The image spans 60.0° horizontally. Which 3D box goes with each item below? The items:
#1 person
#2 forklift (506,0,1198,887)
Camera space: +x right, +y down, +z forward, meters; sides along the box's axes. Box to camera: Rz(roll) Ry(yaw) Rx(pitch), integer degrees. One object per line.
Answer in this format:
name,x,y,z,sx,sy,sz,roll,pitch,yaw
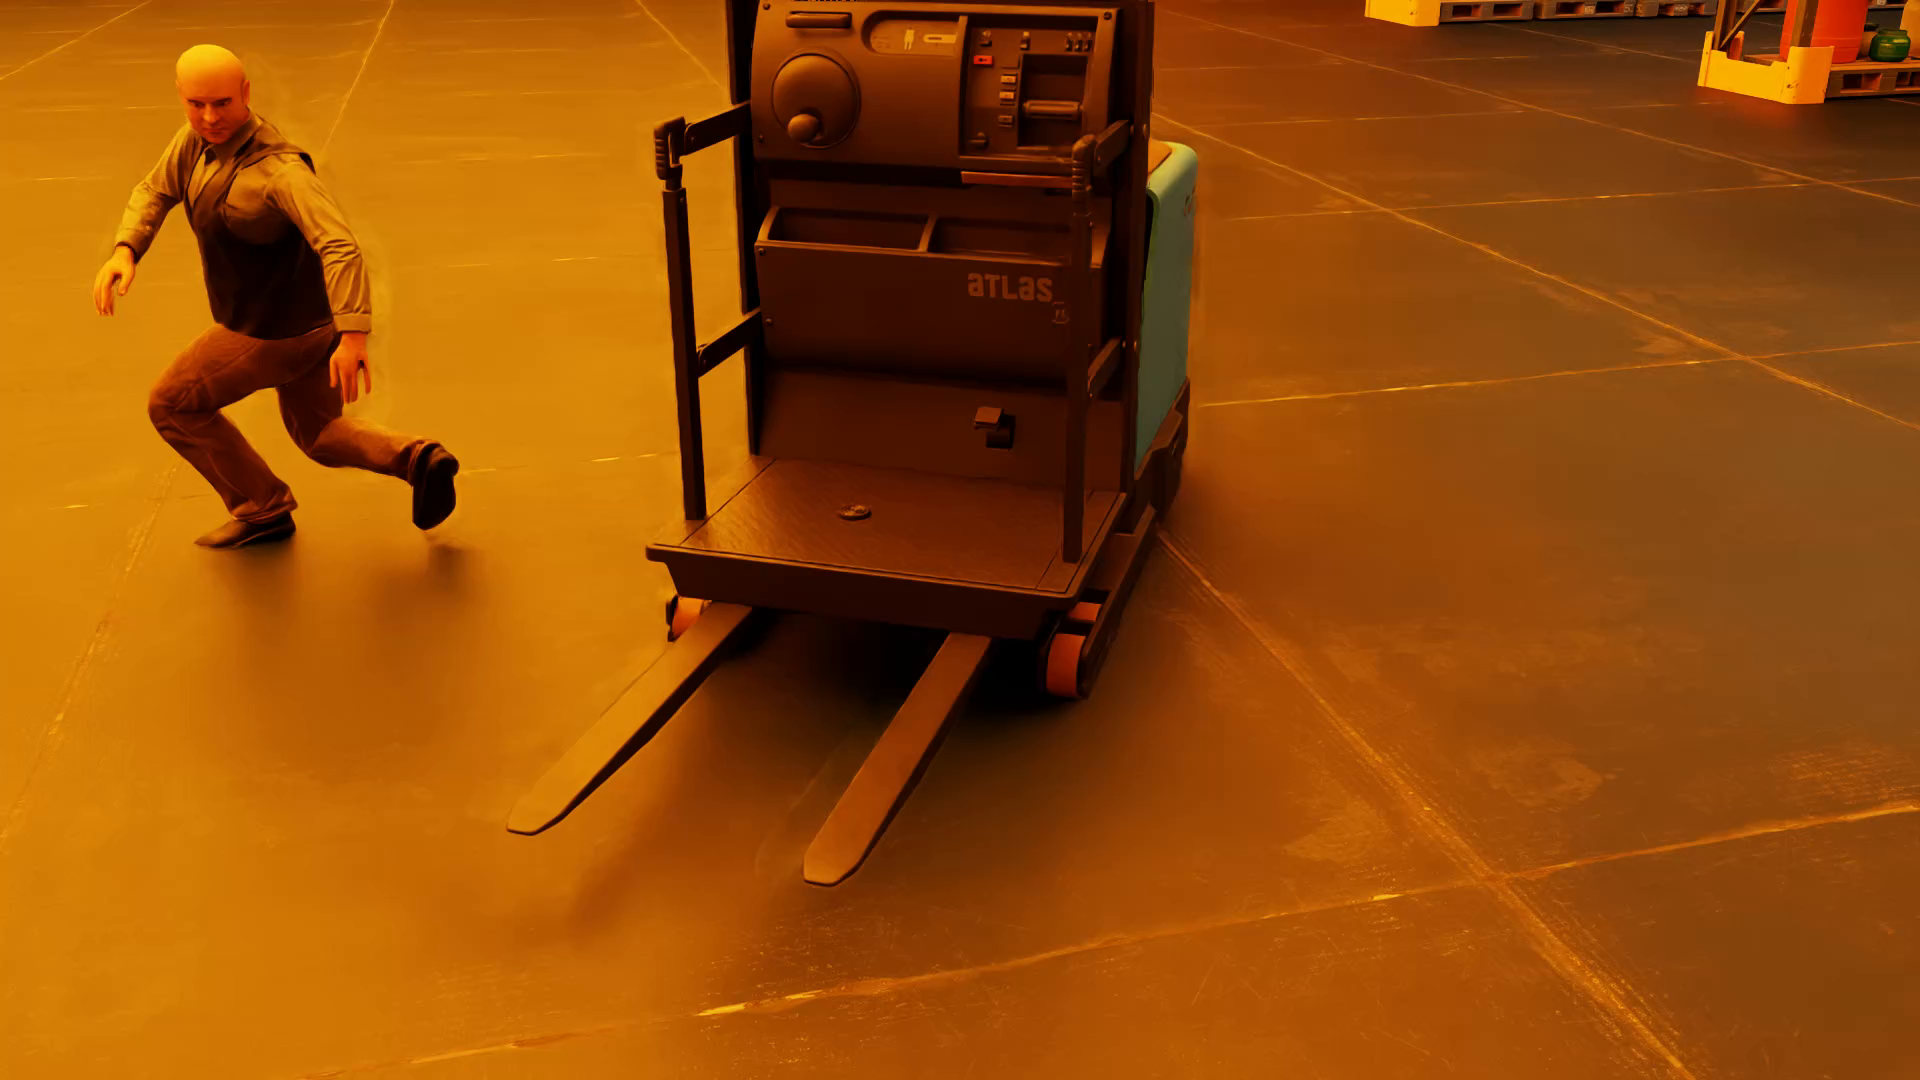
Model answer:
person,-1.934,-0.646,4.744,0.885,1.498,0.639,-2,23,-6
forklift,-0.132,-1.124,3.951,1.130,2.935,3.031,6,24,15
